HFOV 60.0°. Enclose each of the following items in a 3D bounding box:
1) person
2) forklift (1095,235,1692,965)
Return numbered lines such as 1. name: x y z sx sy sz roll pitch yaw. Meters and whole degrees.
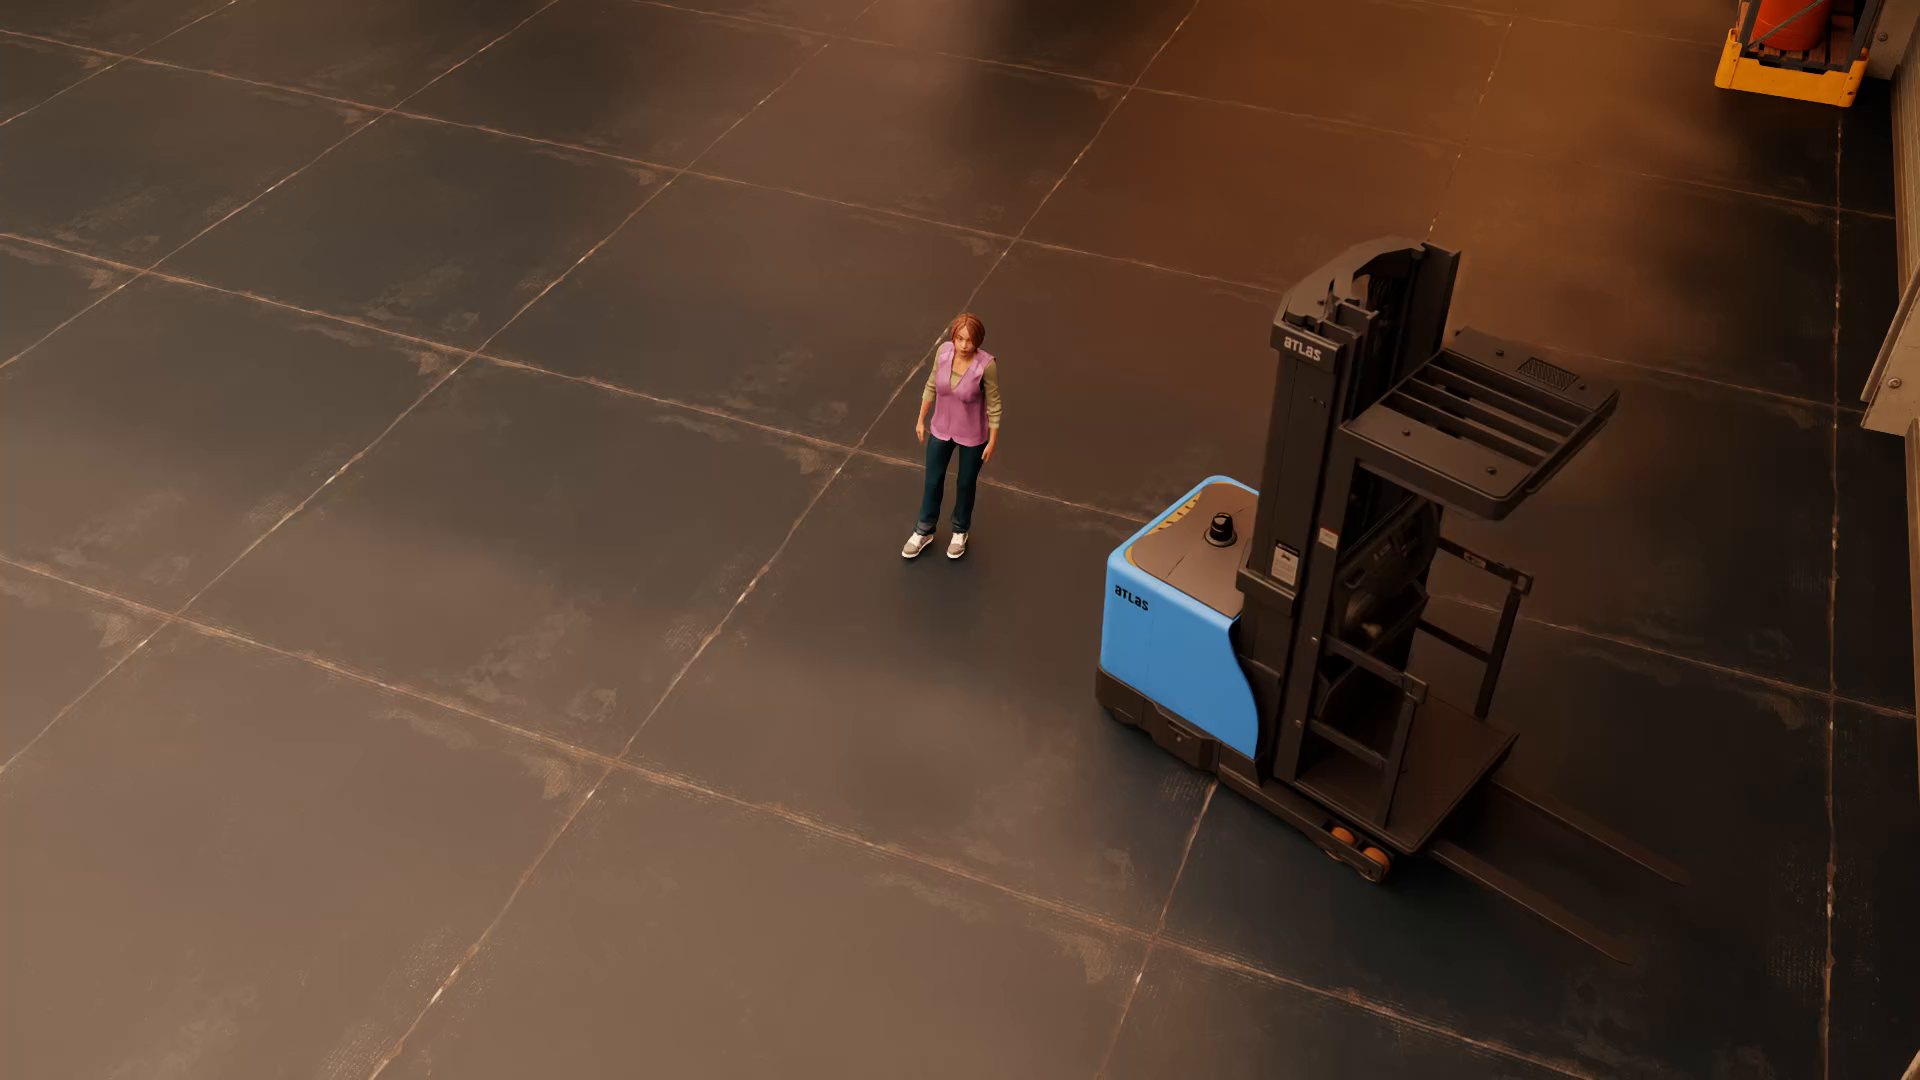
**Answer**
1. person: -0.041 -0.577 9.724 0.521 1.599 0.473 15 42 17
2. forklift: 2.175 0.185 7.785 3.031 2.935 1.130 30 48 31
